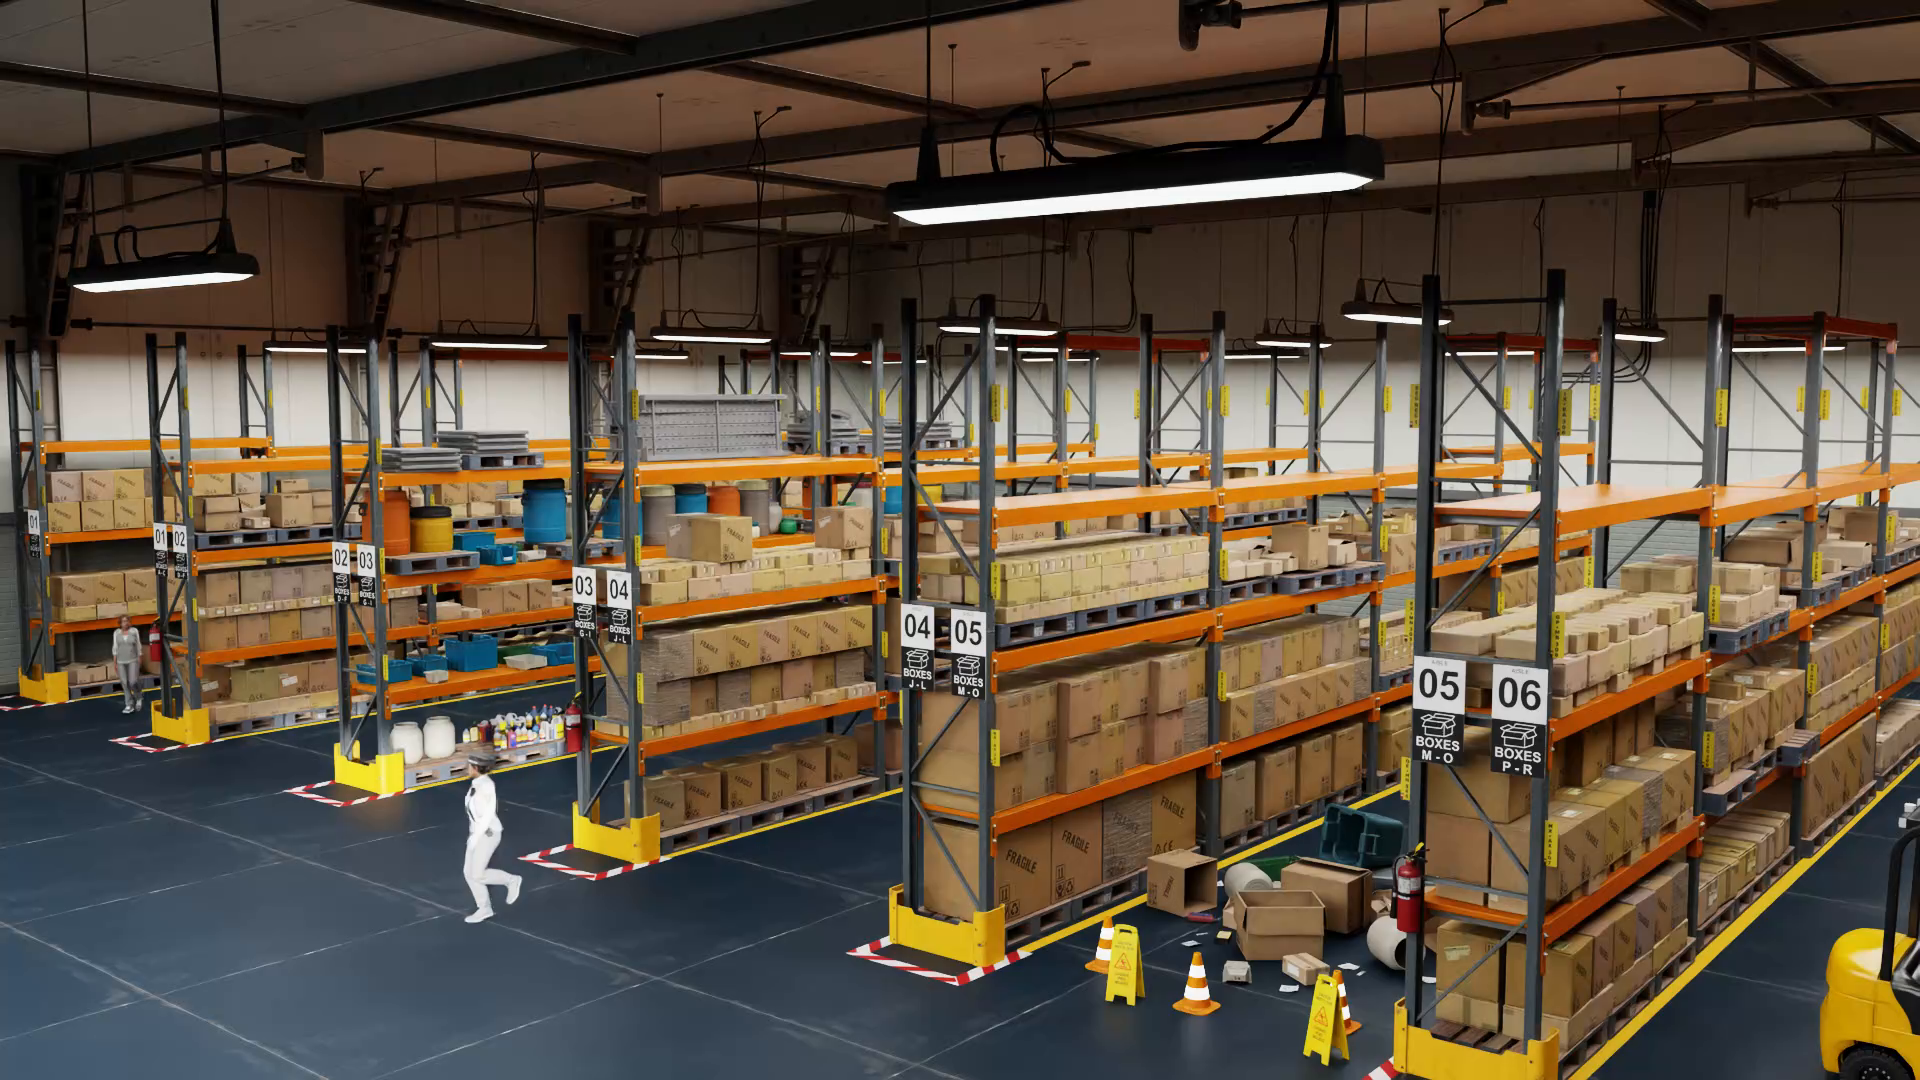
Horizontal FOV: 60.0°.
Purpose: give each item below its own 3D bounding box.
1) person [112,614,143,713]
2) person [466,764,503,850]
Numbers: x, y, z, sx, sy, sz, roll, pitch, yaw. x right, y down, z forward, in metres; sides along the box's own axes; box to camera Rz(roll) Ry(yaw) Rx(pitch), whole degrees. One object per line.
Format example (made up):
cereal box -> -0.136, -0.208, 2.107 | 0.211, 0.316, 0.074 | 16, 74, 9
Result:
person -> -13.291, 1.964, 26.557 | 0.395, 1.590, 0.406 | -1, 5, -7
person -> -4.672, 2.576, 16.251 | 0.364, 0.969, 0.472 | -3, 6, -29
